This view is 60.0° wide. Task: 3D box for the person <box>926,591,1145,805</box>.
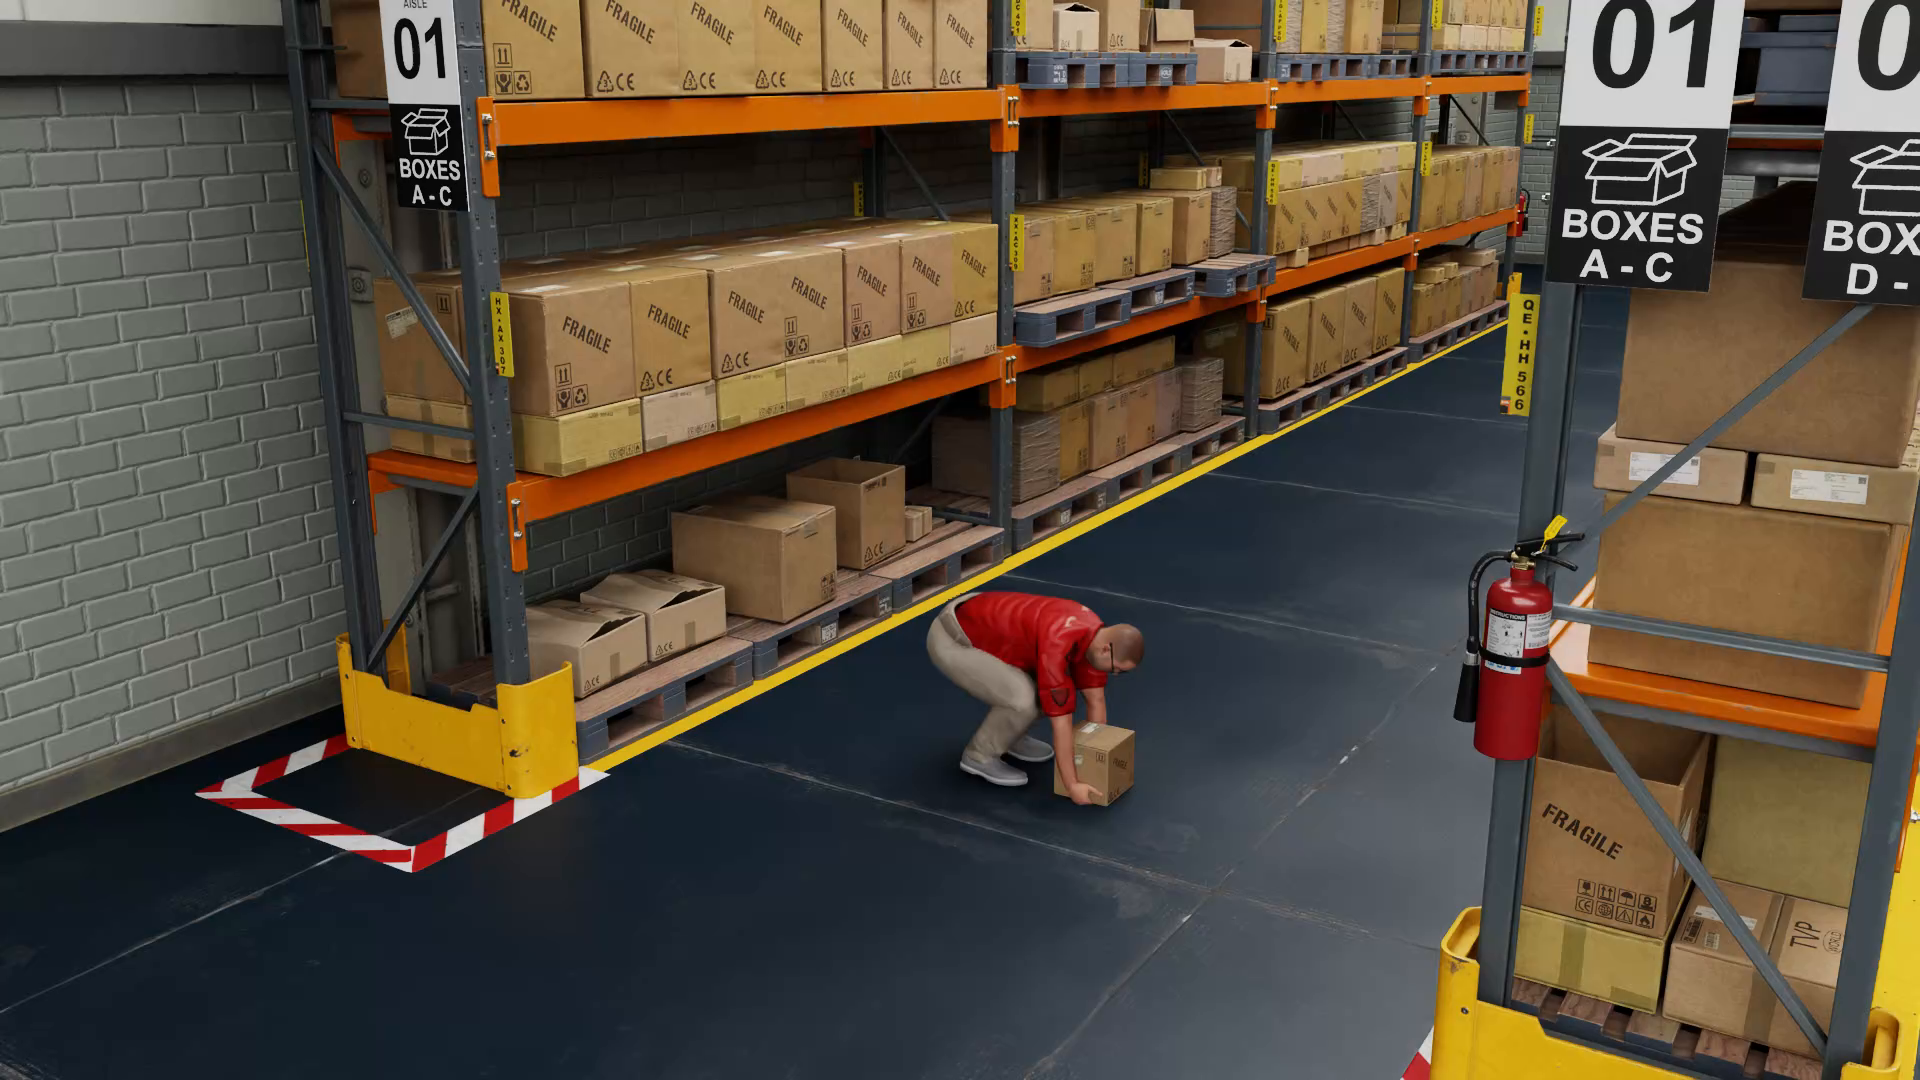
[{"bbox_3d":[0.328,0.650,7.085,0.953,0.784,0.528,9,18,29],"label":"person"}]
